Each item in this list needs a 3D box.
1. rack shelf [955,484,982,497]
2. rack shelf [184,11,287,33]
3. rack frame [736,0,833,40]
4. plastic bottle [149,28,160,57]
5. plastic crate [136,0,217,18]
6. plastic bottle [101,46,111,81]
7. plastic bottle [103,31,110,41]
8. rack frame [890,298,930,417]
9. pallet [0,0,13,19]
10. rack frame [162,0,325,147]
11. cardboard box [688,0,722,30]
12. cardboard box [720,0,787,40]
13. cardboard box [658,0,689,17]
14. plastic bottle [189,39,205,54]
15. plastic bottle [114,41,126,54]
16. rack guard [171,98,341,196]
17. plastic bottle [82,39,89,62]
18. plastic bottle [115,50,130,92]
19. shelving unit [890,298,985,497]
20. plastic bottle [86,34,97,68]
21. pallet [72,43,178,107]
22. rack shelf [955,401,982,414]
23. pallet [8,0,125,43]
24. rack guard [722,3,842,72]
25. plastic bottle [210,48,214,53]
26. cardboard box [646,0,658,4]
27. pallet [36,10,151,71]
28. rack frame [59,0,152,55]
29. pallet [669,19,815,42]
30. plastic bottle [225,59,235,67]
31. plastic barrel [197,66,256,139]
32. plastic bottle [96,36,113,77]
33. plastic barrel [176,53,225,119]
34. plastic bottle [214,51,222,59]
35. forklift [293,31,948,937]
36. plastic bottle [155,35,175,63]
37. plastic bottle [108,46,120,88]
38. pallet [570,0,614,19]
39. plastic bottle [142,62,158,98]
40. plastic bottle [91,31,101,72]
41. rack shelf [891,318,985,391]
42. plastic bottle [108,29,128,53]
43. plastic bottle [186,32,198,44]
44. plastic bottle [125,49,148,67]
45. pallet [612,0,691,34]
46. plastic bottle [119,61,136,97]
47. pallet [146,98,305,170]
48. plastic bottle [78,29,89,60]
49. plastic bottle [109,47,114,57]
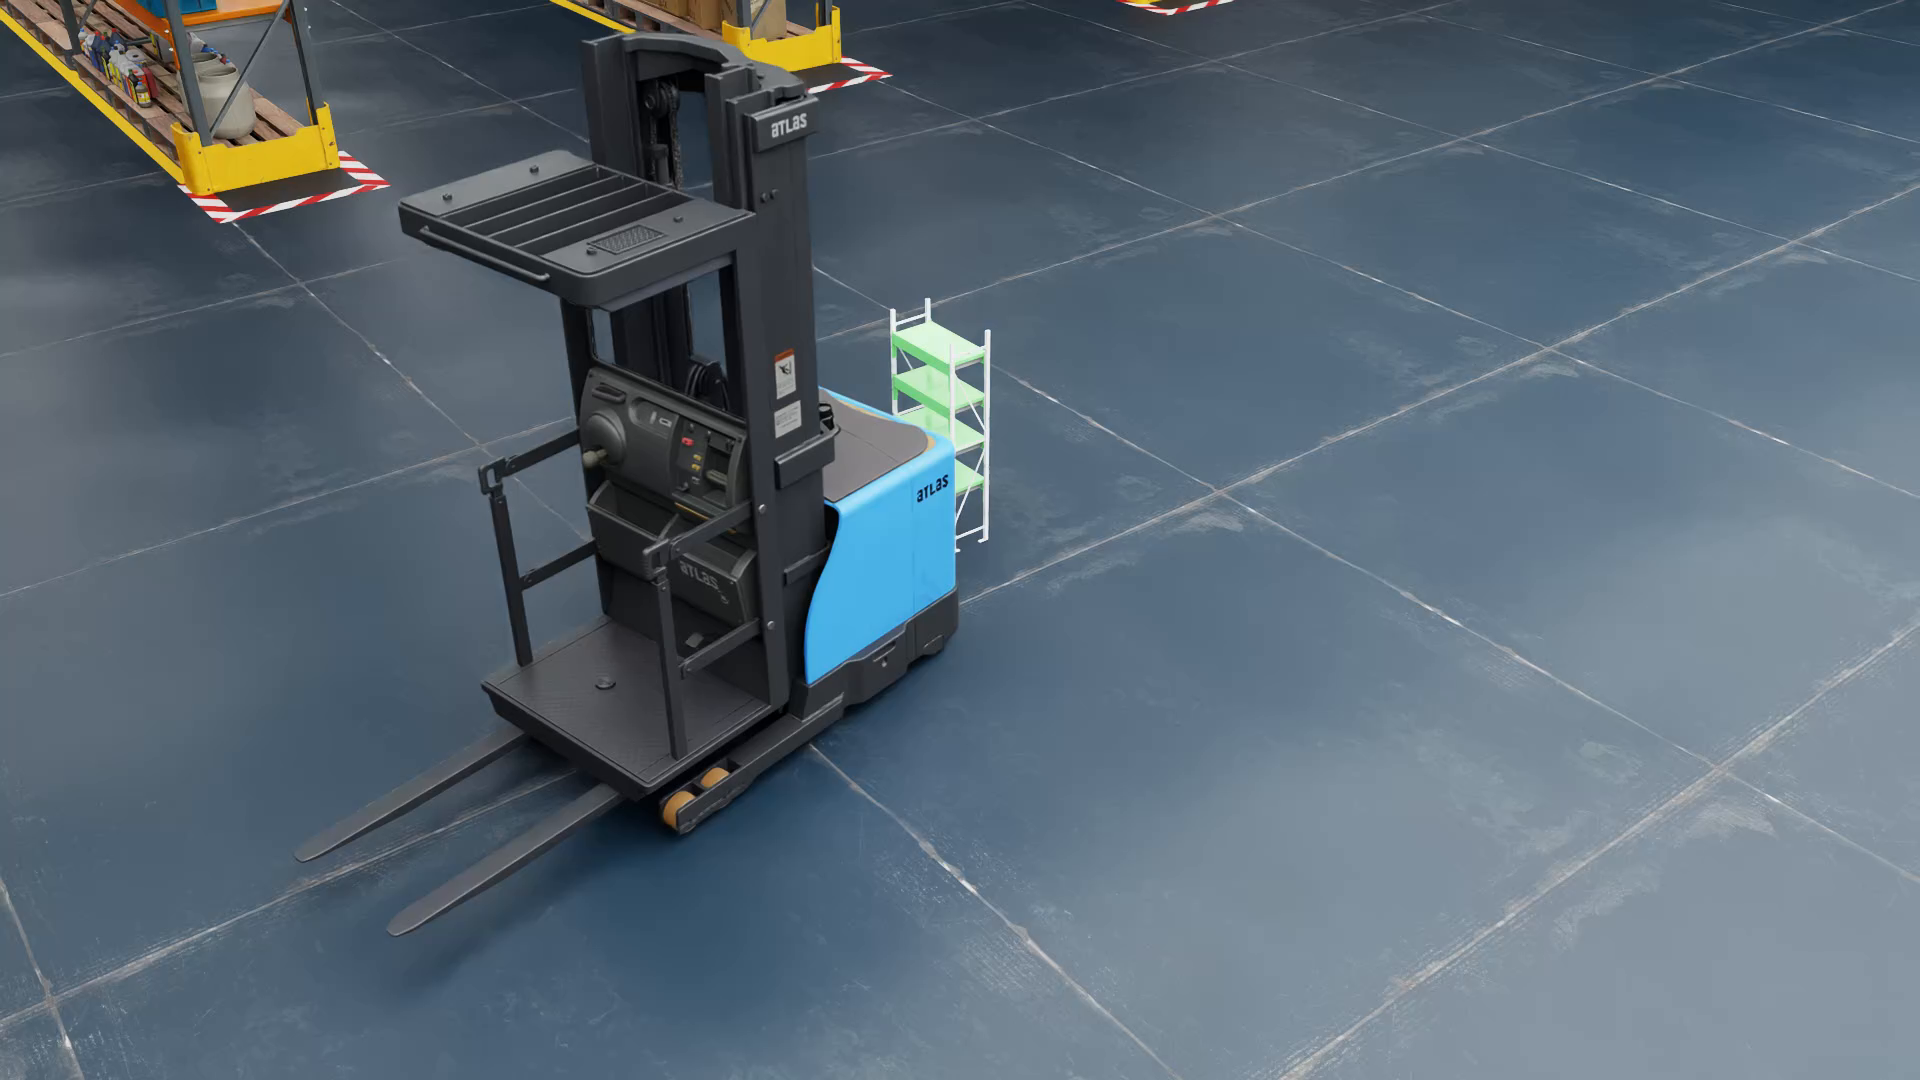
[{"bbox_3d":[-0.102,-0.345,8.690,0.199,0.029,0.442,-22,38,-31],"label":"rack shelf"},{"bbox_3d":[-6.796,-4.809,14.195,0.831,0.071,3.687,-22,38,-31],"label":"rack shelf"},{"bbox_3d":[-1.657,-5.822,15.281,1.000,3.000,0.127,-22,38,-31],"label":"rack frame"},{"bbox_3d":[-7.513,-4.727,15.611,0.144,0.351,0.185,-22,38,-31],"label":"plastic bottle"},{"bbox_3d":[-7.911,-5.581,14.833,0.499,0.464,6.483,-22,38,-31],"label":"plastic crate"},{"bbox_3d":[-7.671,-4.288,14.969,0.061,0.283,0.133,-20,37,-29],"label":"plastic bottle"},{"bbox_3d":[-7.869,-4.554,15.397,0.061,0.283,0.133,-22,38,-31],"label":"plastic bottle"},{"bbox_3d":[-0.251,-0.680,8.708,0.240,1.200,0.015,-22,38,-31],"label":"rack frame"},{"bbox_3d":[-10.030,-6.034,18.265,1.003,0.211,1.213,-22,38,-31],"label":"pallet"},{"bbox_3d":[-5.569,-4.220,12.701,1.000,3.000,0.127,-22,38,-31],"label":"rack frame"},{"bbox_3d":[-2.420,-5.443,16.641,0.614,0.500,0.614,-22,38,-31],"label":"cardboard box"},{"bbox_3d":[-2.026,-5.205,16.258,0.500,0.500,0.500,-15,35,-23],"label":"cardboard box"},{"bbox_3d":[-2.789,-5.710,17.071,0.500,0.500,0.500,-19,36,-27],"label":"cardboard box"},{"bbox_3d":[-6.987,-4.458,15.249,0.152,0.276,0.135,-22,38,-31],"label":"plastic bottle"},{"bbox_3d":[-7.671,-4.423,15.197,0.097,0.271,0.097,0,32,0],"label":"plastic bottle"},{"bbox_3d":[-5.653,-3.174,13.387,1.175,0.500,0.348,-22,38,-31],"label":"rack guard"},{"bbox_3d":[-8.111,-4.568,15.497,0.097,0.201,0.097,0,32,0],"label":"plastic bottle"},{"bbox_3d":[-7.364,-4.145,14.674,0.144,0.351,0.185,-21,37,-29],"label":"plastic bottle"},{"bbox_3d":[-0.105,-0.581,8.548,0.258,1.200,0.492,-22,38,-31],"label":"shelving unit"},{"bbox_3d":[-7.953,-4.516,15.343,0.152,0.276,0.135,-21,37,-30],"label":"plastic bottle"},{"bbox_3d":[-7.643,-4.409,15.649,1.003,0.211,1.213,-22,38,-31],"label":"pallet"},{"bbox_3d":[-0.101,-0.753,8.437,0.199,0.029,0.442,-22,38,-31],"label":"rack shelf"},{"bbox_3d":[-9.287,-5.526,17.447,1.003,0.211,1.213,-22,38,-31],"label":"pallet"},{"bbox_3d":[-1.703,-4.792,15.992,1.175,0.500,0.348,-22,38,-31],"label":"rack guard"},{"bbox_3d":[-6.706,-4.289,14.981,0.097,0.271,0.097,0,32,0],"label":"plastic bottle"},{"bbox_3d":[-3.096,-5.957,17.469,0.500,0.500,0.500,-26,40,-35],"label":"cardboard box"},{"bbox_3d":[-8.534,-5.017,16.628,1.003,0.211,1.213,-22,38,-31],"label":"pallet"},{"bbox_3d":[-8.022,-5.887,15.385,1.000,3.000,0.127,-22,38,-31],"label":"rack frame"},{"bbox_3d":[-2.174,-5.019,16.632,1.003,0.211,1.213,-22,38,-31],"label":"pallet"},{"bbox_3d":[-6.435,-4.104,14.684,0.097,0.271,0.097,0,32,0],"label":"plastic bottle"},{"bbox_3d":[-6.033,-3.591,13.649,0.421,0.512,0.421,0,32,0],"label":"plastic barrel"},{"bbox_3d":[-7.739,-4.399,15.084,0.144,0.351,0.185,-24,39,-33],"label":"plastic bottle"},{"bbox_3d":[-6.340,-3.800,13.985,0.421,0.512,0.421,0,32,0],"label":"plastic barrel"},{"bbox_3d":[-6.645,-4.247,14.914,0.097,0.271,0.097,0,32,0],"label":"plastic bottle"},{"bbox_3d":[-1.338,-0.348,6.532,1.121,2.935,3.031,24,39,33],"label":"forklift"},{"bbox_3d":[-7.383,-4.603,15.483,0.152,0.276,0.135,-22,38,-31],"label":"plastic bottle"},{"bbox_3d":[-7.478,-4.222,14.799,0.144,0.351,0.185,-23,38,-32],"label":"plastic bottle"},{"bbox_3d":[-3.670,-6.036,18.269,1.003,0.211,1.213,-22,38,-31],"label":"pallet"},{"bbox_3d":[-7.091,-4.025,14.545,0.061,0.283,0.133,-22,38,-31],"label":"plastic bottle"},{"bbox_3d":[-7.855,-4.478,15.210,0.144,0.351,0.185,-21,38,-30],"label":"plastic bottle"},{"bbox_3d":[-0.101,-0.932,8.325,0.258,0.148,0.480,-22,38,-31],"label":"rack shelf"},{"bbox_3d":[-7.741,-4.525,15.286,0.144,0.351,0.185,-22,38,-31],"label":"plastic bottle"},{"bbox_3d":[-7.084,-4.559,15.341,0.144,0.351,0.185,-23,38,-32],"label":"plastic bottle"},{"bbox_3d":[-7.377,-4.249,14.912,0.152,0.276,0.135,-22,38,-31],"label":"plastic bottle"},{"bbox_3d":[-2.918,-5.528,17.450,1.003,0.211,1.213,-22,38,-31],"label":"pallet"},{"bbox_3d":[-7.260,-4.045,14.584,0.152,0.276,0.135,-23,39,-33],"label":"plastic bottle"},{"bbox_3d":[-6.147,-3.392,14.011,1.003,0.211,1.213,-22,38,-31],"label":"pallet"},{"bbox_3d":[-8.173,-4.640,15.547,0.097,0.271,0.097,0,32,0],"label":"plastic bottle"},{"bbox_3d":[-7.619,-4.316,15.026,0.097,0.271,0.097,0,32,0],"label":"plastic bottle"}]
